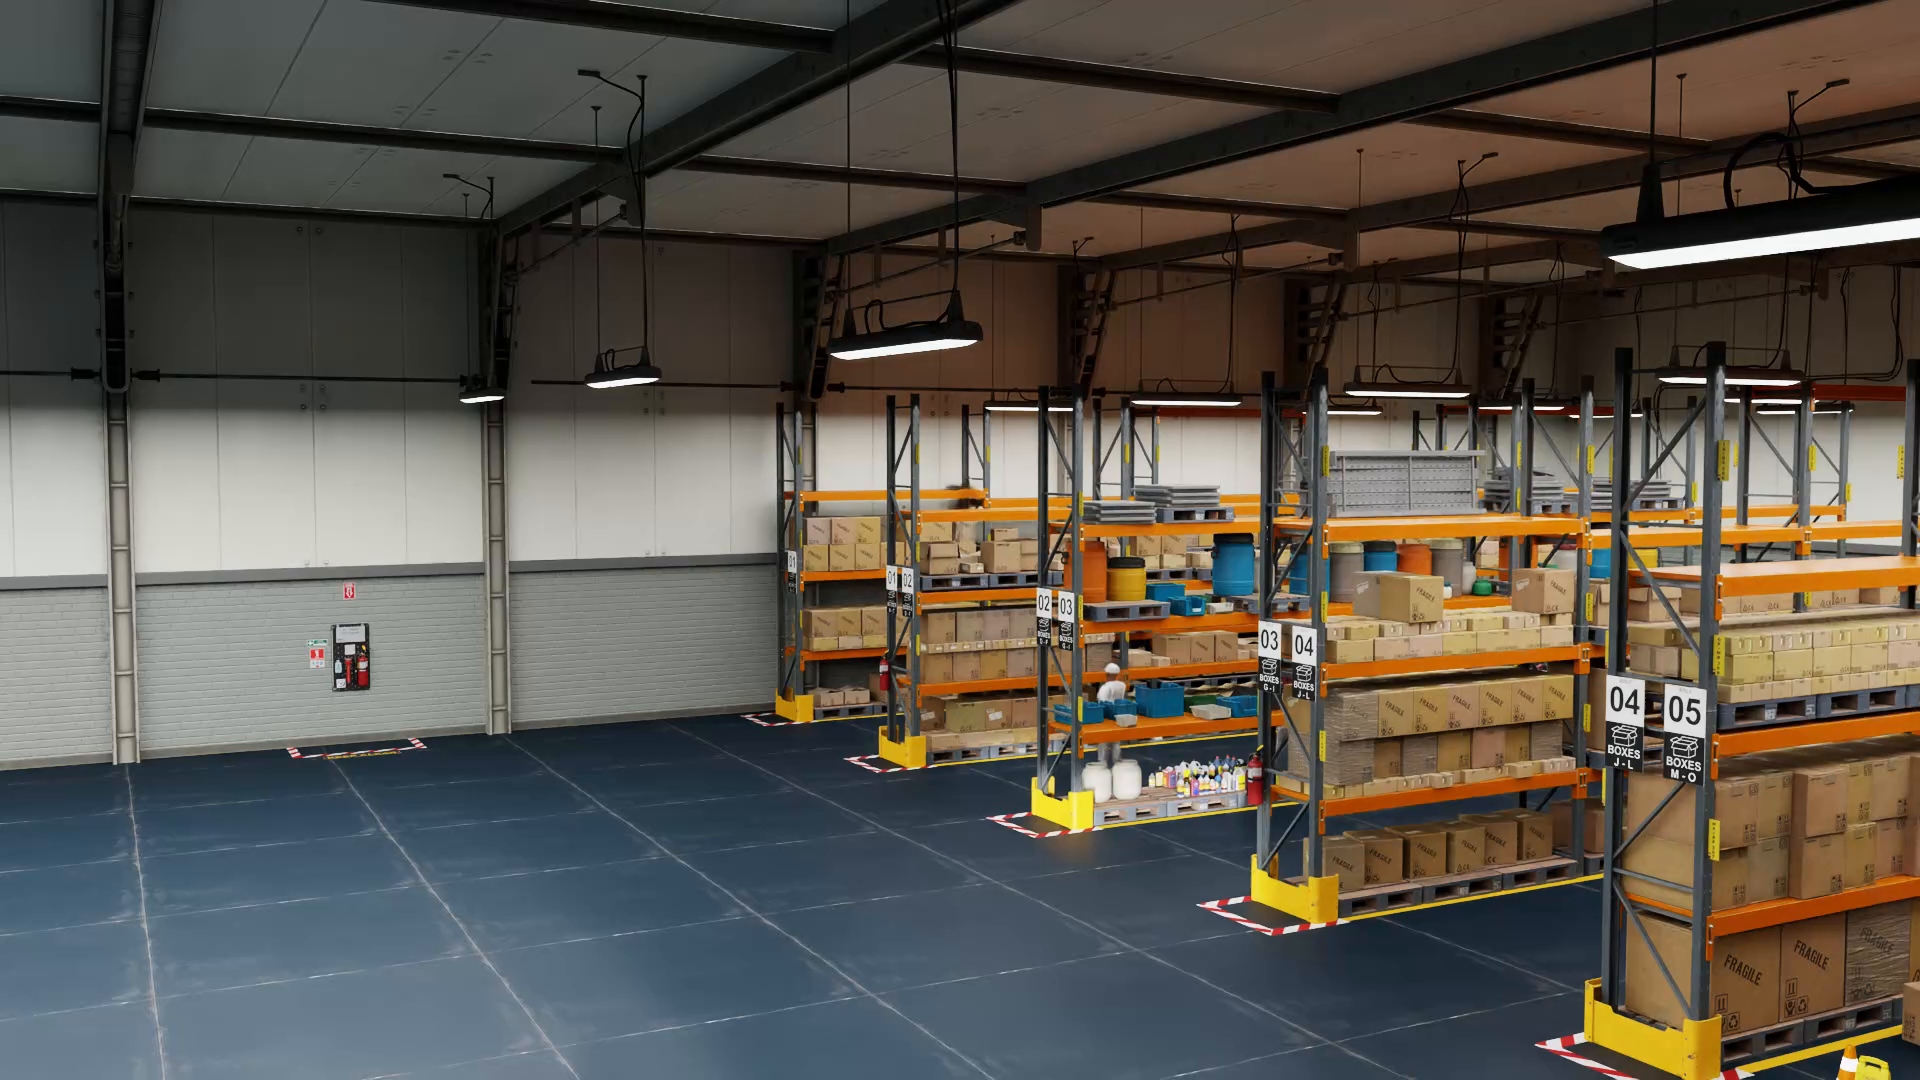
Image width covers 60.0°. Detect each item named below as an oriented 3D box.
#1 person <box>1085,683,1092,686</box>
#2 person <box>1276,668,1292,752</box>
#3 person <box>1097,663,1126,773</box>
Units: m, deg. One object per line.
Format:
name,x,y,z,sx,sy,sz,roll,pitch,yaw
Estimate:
person,2.497,2.543,32.060,1.015,1.602,0.582,-2,4,-37
person,5.162,2.783,26.231,1.081,1.718,0.507,0,3,-6
person,2.289,2.813,26.108,0.562,1.779,0.588,1,4,24
